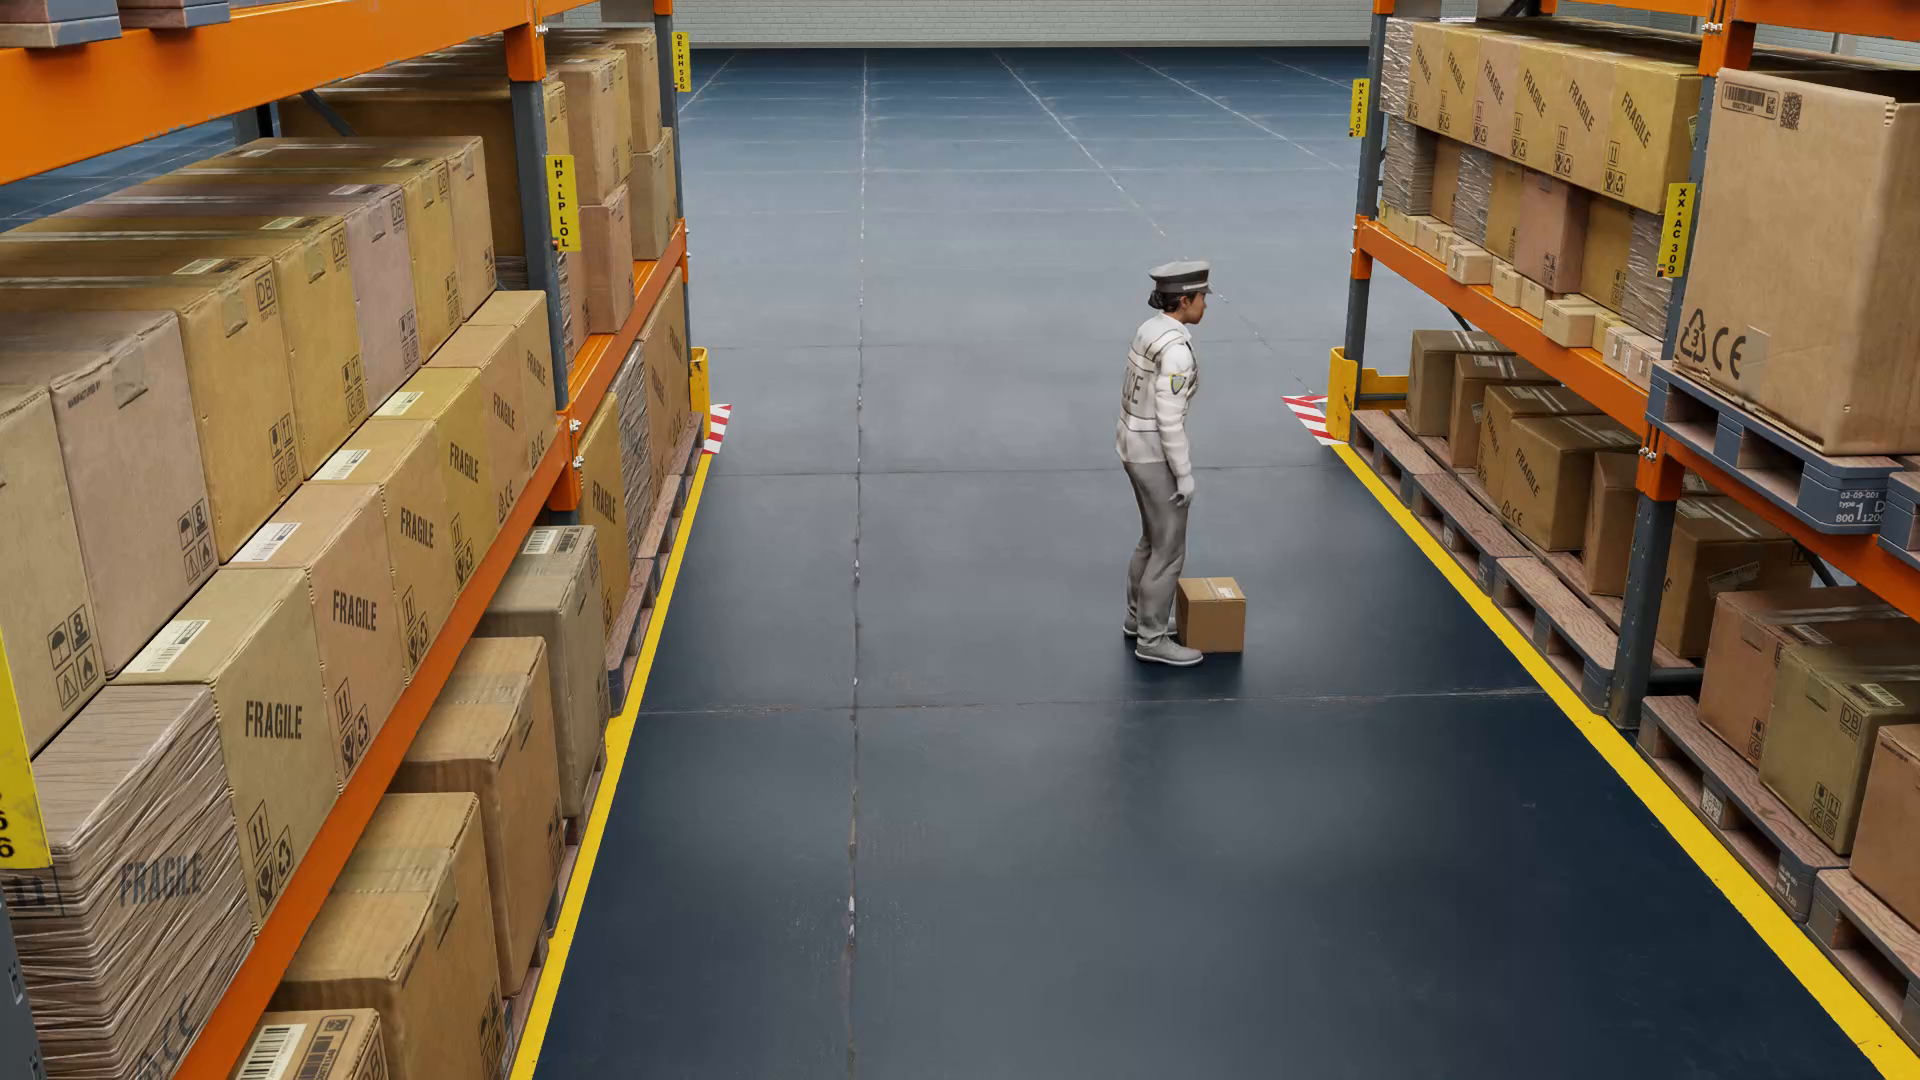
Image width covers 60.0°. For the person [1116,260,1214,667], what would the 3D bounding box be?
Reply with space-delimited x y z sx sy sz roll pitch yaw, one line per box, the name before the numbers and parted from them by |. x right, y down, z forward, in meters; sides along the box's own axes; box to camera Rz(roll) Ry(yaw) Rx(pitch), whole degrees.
person | 0.846 -0.333 6.958 0.370 1.666 0.545 -2 21 -5
